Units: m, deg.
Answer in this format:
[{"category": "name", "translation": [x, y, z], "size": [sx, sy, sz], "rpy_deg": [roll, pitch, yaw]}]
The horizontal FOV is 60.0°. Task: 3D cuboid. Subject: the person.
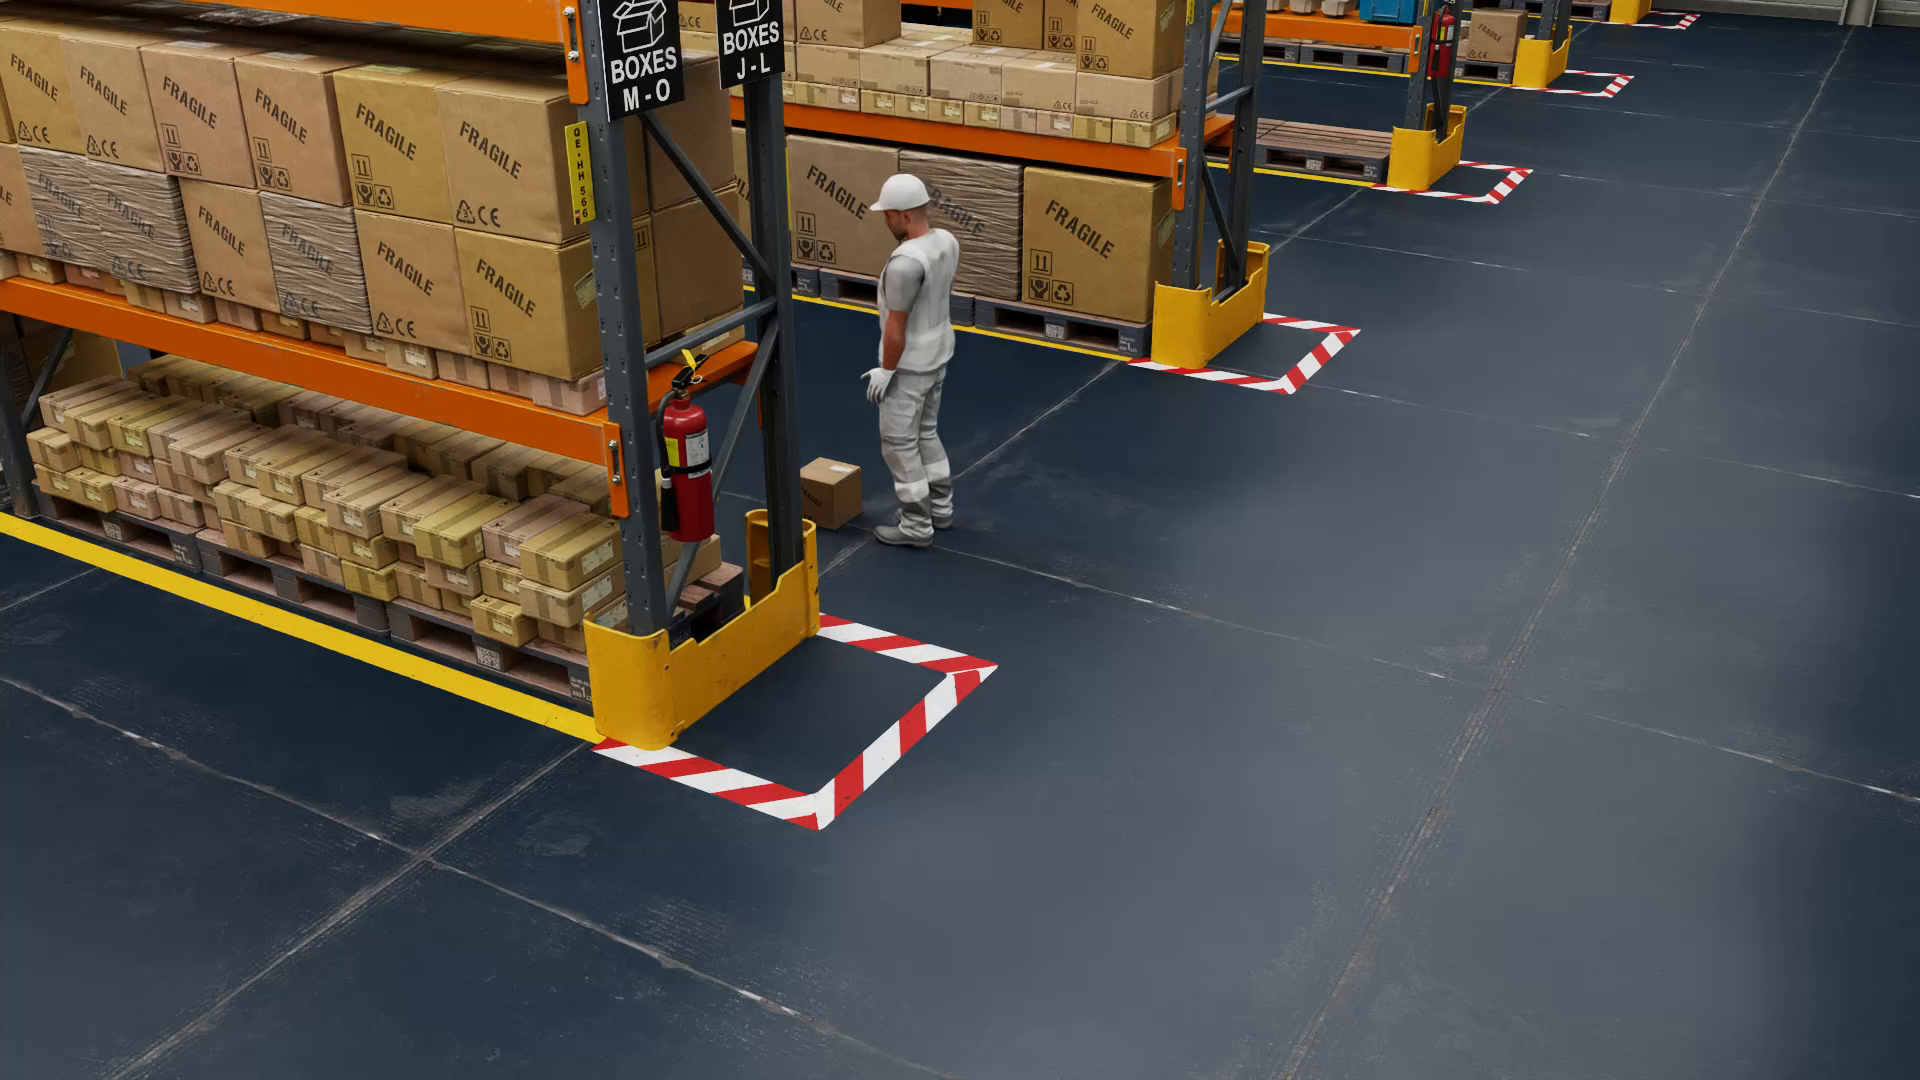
[{"category": "person", "translation": [-0.226, -0.820, 7.764], "size": [0.364, 1.778, 0.529], "rpy_deg": [11, 28, 21]}]
